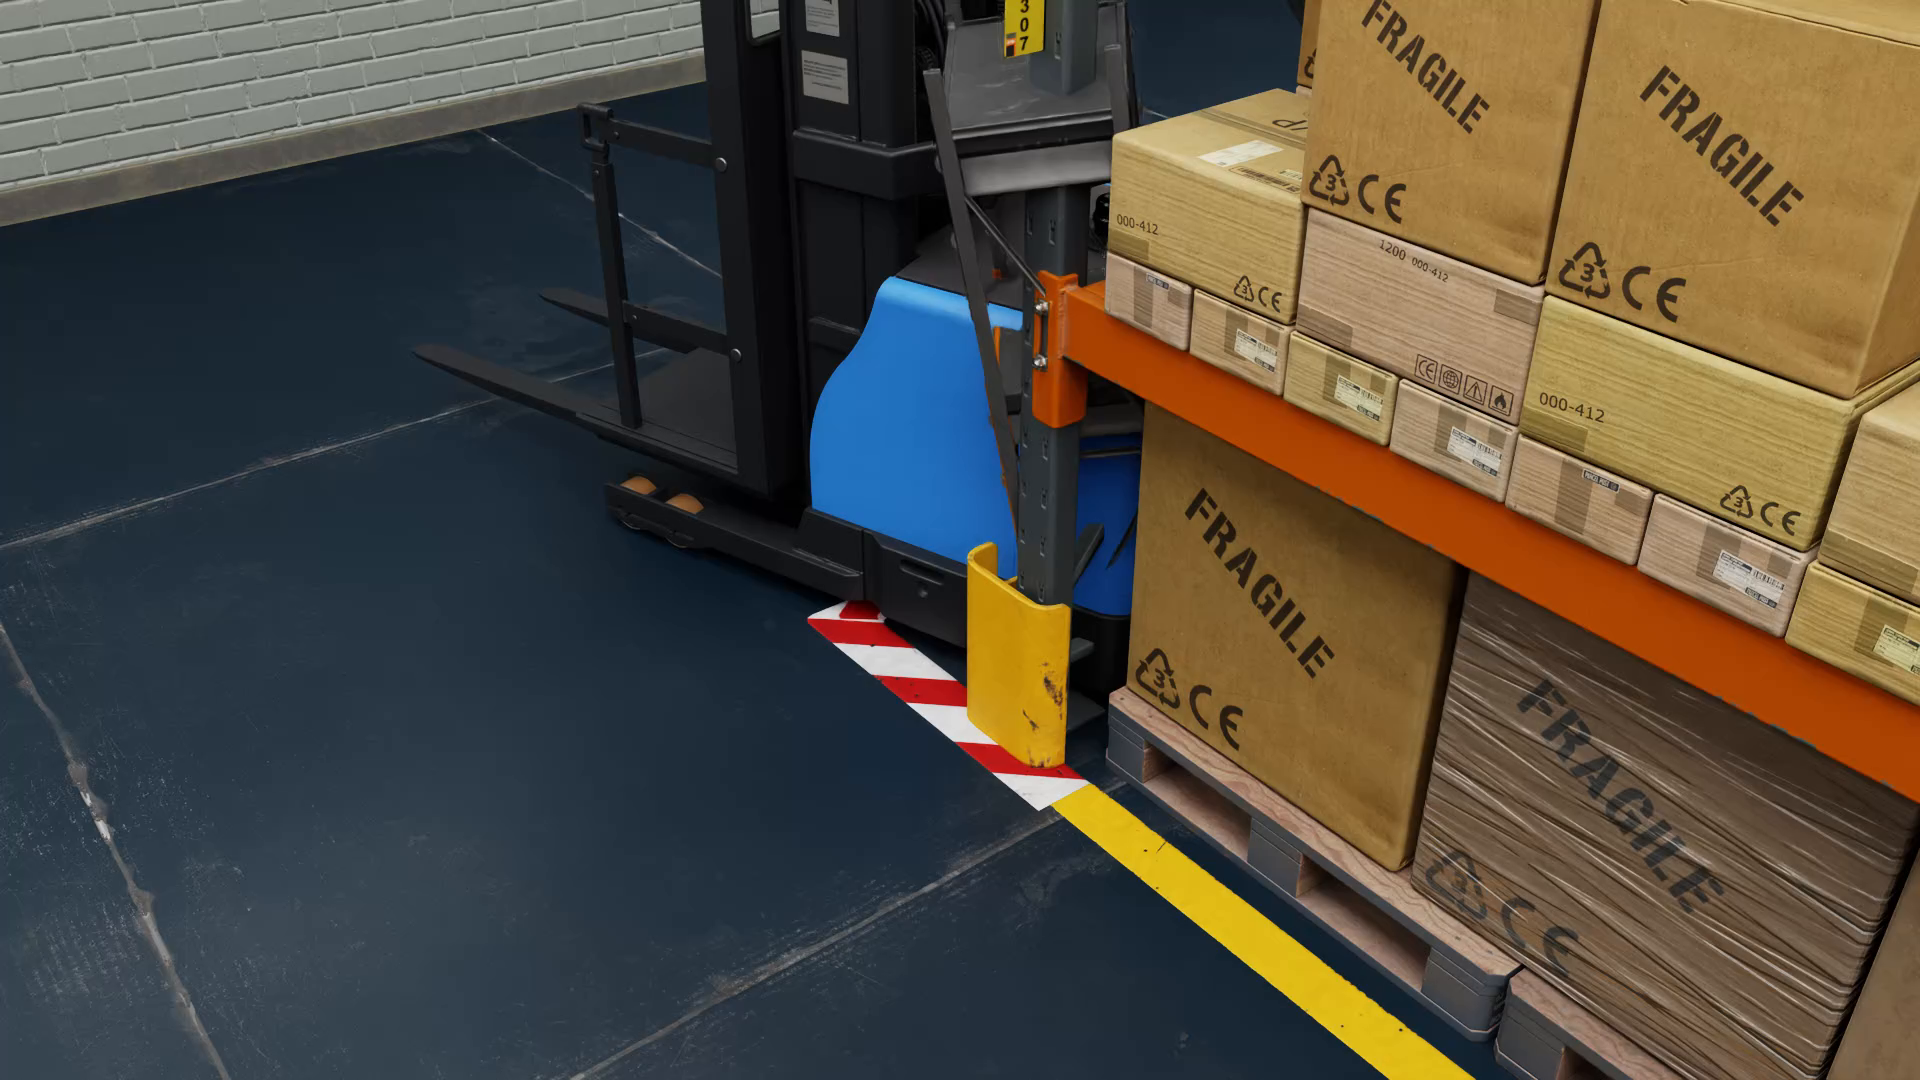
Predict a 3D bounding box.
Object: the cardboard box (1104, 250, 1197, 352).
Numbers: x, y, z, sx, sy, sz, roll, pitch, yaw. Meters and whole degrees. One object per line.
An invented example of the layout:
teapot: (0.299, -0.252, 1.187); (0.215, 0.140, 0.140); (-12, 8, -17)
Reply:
cardboard box: (0.531, -0.557, 3.542); (0.380, 0.149, 0.250); (-22, 38, -31)

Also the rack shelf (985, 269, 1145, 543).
rack shelf: (0.317, -0.361, 4.217); (0.431, 0.518, 0.480); (-5, 43, 9)

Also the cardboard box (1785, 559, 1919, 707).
cardboard box: (1.475, 0.084, 2.511); (0.380, 0.149, 0.250); (-23, 39, -33)

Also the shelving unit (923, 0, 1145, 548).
shelving unit: (0.314, -0.370, 4.208); (0.431, 2.100, 0.503); (-5, 43, 9)

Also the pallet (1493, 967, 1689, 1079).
pallet: (1.870, 1.082, 3.308); (1.003, 0.211, 1.213); (-22, 38, -31)

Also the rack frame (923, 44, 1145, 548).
rack frame: (0.302, -0.203, 4.031); (0.400, 2.100, 0.015); (-5, 43, 9)

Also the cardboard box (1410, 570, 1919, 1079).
cardboard box: (1.588, 0.426, 3.337); (0.875, 0.875, 0.875); (-22, 38, -31)

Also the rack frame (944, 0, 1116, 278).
rack frame: (0.327, -0.538, 4.386); (0.400, 2.100, 0.015); (-5, 43, 9)

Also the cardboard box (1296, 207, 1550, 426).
cardboard box: (0.979, -0.479, 3.039); (0.500, 0.250, 0.500); (-23, 38, -32)

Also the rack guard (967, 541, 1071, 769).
rack guard: (0.559, 0.133, 4.561); (1.175, 0.500, 0.348); (-22, 38, -31)

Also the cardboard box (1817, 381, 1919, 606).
cardboard box: (1.608, -0.053, 2.352); (0.500, 0.250, 0.500); (-23, 39, -32)

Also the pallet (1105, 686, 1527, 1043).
pallet: (1.126, 0.574, 4.126); (1.003, 0.211, 1.213); (-22, 38, -31)

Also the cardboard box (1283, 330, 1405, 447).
cardboard box: (0.847, -0.344, 3.199); (0.380, 0.149, 0.250); (-23, 39, -32)

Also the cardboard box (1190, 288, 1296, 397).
cardboard box: (0.689, -0.451, 3.371); (0.380, 0.149, 0.250); (-23, 38, -32)

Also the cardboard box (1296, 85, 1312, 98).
cardboard box: (1.081, -0.865, 3.660); (0.500, 0.250, 0.500); (-23, 39, -32)

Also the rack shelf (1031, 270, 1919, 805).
rack shelf: (1.800, 0.221, 2.734); (1.077, 0.370, 4.000); (-22, 38, -31)

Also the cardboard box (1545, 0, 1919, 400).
cardboard box: (1.284, -0.590, 2.506); (0.500, 0.500, 0.500); (-23, 39, -33)

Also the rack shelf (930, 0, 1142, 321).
rack shelf: (0.197, -0.867, 3.749); (0.431, 0.518, 0.480); (-5, 43, 9)

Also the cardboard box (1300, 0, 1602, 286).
cardboard box: (0.962, -0.804, 2.851); (0.500, 0.500, 0.500); (-23, 39, -32)

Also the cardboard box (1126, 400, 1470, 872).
cardboard box: (1.030, 0.047, 3.948); (0.875, 0.875, 0.875); (-22, 38, -31)

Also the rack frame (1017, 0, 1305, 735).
rack frame: (0.574, -0.918, 3.886); (1.000, 3.000, 0.127); (-22, 38, -31)

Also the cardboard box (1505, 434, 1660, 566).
cardboard box: (1.163, -0.129, 2.853); (0.380, 0.149, 0.250); (-23, 39, -32)

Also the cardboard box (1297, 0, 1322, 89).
cardboard box: (1.080, -1.182, 3.459); (0.500, 0.500, 0.500); (-22, 38, -31)

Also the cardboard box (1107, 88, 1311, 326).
cardboard box: (0.655, -0.694, 3.384); (0.500, 0.250, 0.500); (-23, 39, -33)

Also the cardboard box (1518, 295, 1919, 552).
cardboard box: (1.284, -0.269, 2.700); (0.500, 0.250, 0.500); (-24, 39, -33)

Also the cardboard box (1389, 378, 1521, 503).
cardboard box: (1.008, -0.236, 3.025); (0.380, 0.149, 0.250); (-23, 39, -32)

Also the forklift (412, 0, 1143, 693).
forklift: (-0.515, -1.430, 4.774); (3.031, 2.935, 1.130); (20, 37, 29)

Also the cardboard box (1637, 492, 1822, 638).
cardboard box: (1.321, -0.022, 2.680); (0.380, 0.149, 0.250); (-23, 38, -32)

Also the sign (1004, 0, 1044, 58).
sign: (0.132, -1.143, 3.351); (0.100, 0.325, 0.005); (-22, 38, -31)
